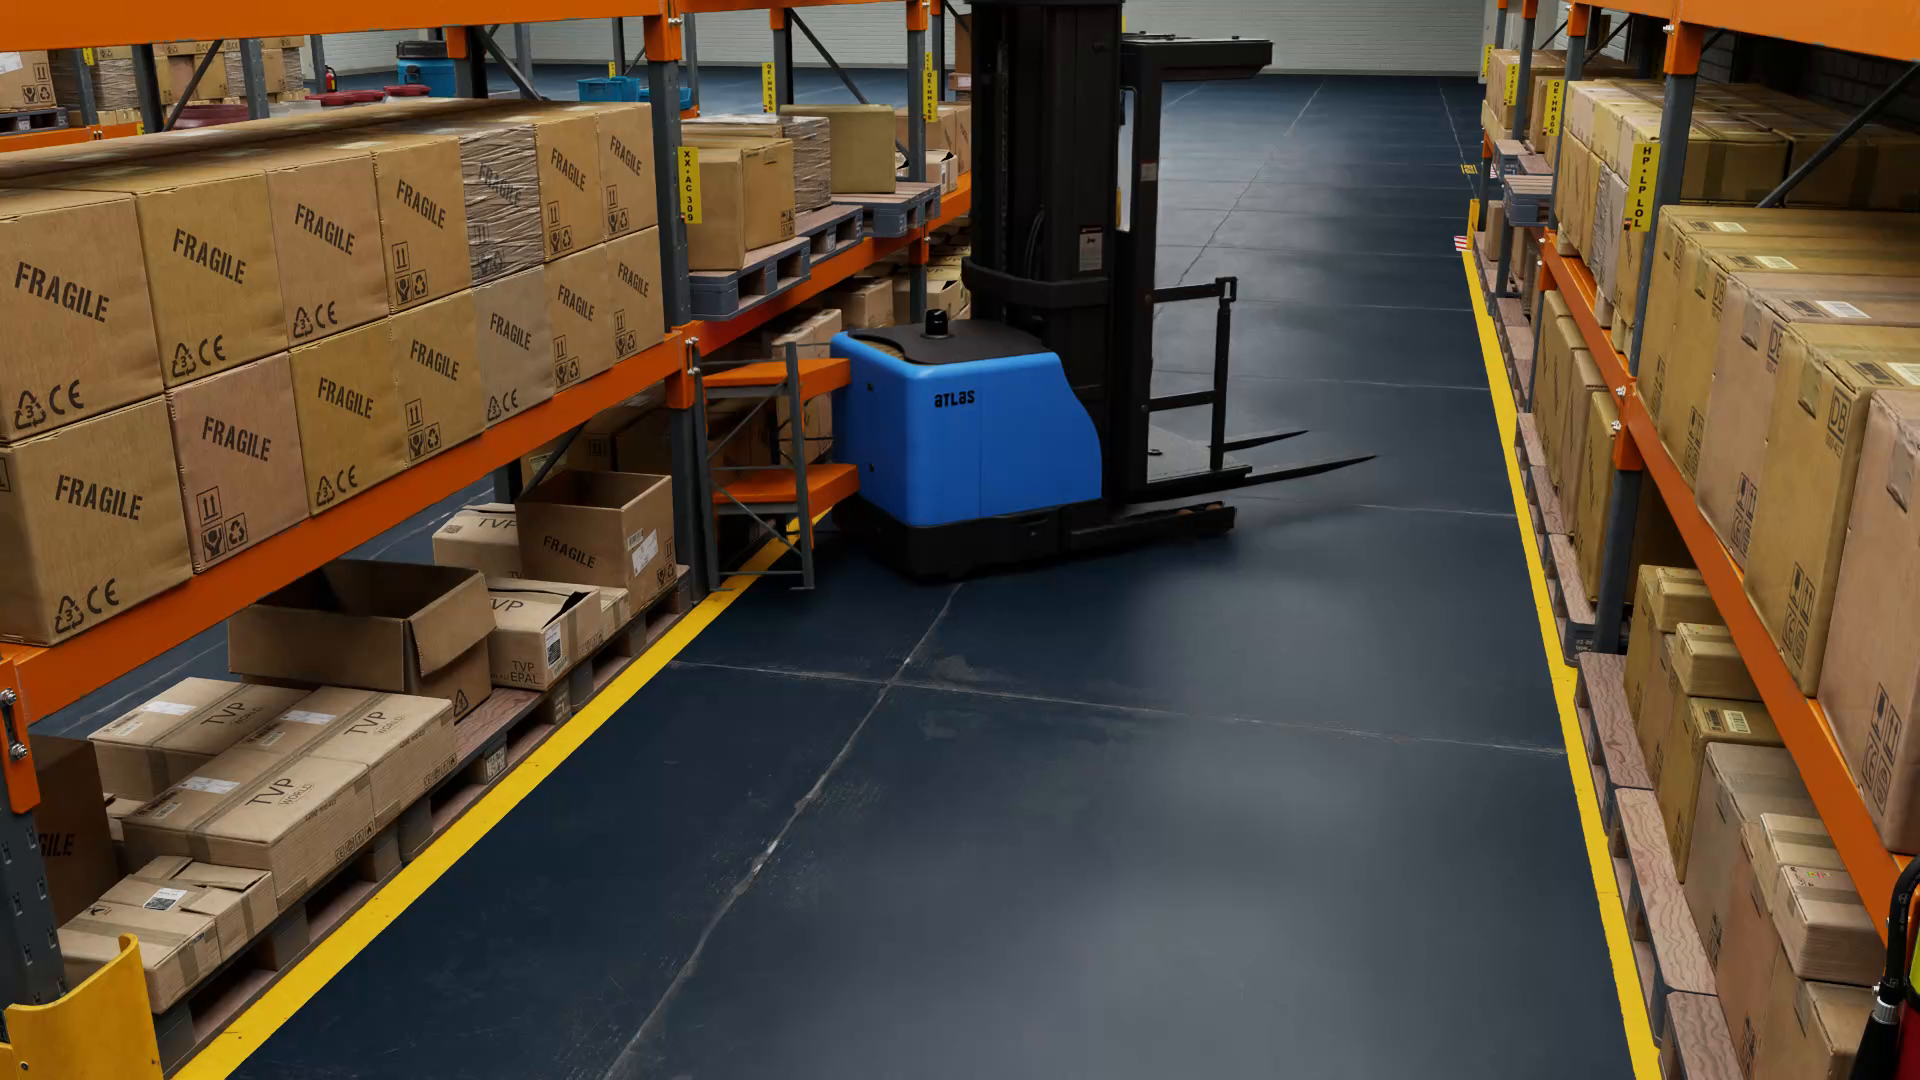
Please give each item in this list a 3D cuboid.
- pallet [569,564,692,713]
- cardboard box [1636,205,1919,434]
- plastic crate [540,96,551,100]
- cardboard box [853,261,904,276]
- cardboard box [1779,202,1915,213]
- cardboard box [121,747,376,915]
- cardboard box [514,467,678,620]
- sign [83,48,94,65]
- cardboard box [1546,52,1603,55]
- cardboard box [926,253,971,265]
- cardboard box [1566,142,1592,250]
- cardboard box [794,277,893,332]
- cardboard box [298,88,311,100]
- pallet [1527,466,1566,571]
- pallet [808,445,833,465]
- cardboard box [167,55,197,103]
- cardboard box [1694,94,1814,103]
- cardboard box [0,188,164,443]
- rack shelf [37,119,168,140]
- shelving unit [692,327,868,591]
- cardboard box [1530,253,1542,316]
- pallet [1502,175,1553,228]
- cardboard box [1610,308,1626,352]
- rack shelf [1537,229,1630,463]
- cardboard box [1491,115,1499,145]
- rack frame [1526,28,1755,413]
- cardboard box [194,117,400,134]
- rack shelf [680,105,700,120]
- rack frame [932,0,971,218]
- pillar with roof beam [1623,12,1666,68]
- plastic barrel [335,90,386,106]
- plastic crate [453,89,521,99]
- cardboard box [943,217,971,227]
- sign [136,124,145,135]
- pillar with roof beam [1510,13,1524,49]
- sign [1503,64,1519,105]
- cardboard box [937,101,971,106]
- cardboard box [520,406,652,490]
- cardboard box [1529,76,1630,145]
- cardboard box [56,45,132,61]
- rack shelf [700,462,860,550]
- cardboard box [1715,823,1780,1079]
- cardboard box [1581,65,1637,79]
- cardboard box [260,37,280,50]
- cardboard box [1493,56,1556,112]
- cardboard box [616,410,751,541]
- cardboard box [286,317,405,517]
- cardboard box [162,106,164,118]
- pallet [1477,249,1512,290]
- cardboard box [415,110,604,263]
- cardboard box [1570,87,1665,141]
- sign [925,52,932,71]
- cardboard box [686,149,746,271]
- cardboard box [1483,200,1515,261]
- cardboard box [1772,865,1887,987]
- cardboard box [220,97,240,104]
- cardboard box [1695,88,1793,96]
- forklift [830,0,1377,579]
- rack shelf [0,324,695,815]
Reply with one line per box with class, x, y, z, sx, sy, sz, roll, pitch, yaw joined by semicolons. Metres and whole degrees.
pallet;-1.872;0.367;7.286;1.003;0.211;1.213;5;19;13
cardboard box;2.953;-0.751;5.781;0.980;0.700;0.700;5;19;14
plastic crate;-4.299;-4.192;16.416;0.767;0.338;0.504;5;19;13
cardboard box;-0.716;-1.931;12.437;0.500;0.311;0.500;4;19;13
cardboard box;3.458;-1.099;6.619;0.500;0.500;0.500;4;19;12
cardboard box;-2.150;0.875;5.060;0.500;0.250;0.500;5;19;13
cardboard box;-1.567;0.008;7.209;0.500;0.500;0.500;5;19;13
sign;-8.814;-4.964;16.788;0.100;0.325;0.005;5;19;13
cardboard box;5.992;-4.510;16.293;0.500;0.500;0.500;5;19;14
cardboard box;-0.066;-2.050;12.786;0.500;0.311;0.500;4;19;12
cardboard box;3.453;-1.778;8.606;0.500;0.500;0.500;5;19;13
cardboard box;-0.736;-1.472;10.382;0.500;0.250;0.500;5;20;15
cardboard box;-8.246;-5.488;20.502;0.380;0.149;0.250;5;19;13
pallet;3.513;-0.089;8.622;1.003;0.211;1.213;5;19;13
pallet;-1.245;-0.489;9.794;1.003;0.211;1.213;5;19;13
cardboard box;-9.003;-5.101;18.367;0.875;0.500;0.500;5;19;13
cardboard box;3.961;-2.098;8.384;0.500;0.250;0.500;4;19;12
cardboard box;-2.316;-0.552;3.963;0.500;0.500;0.500;5;20;15
rack shelf;-8.865;-4.745;19.052;1.077;0.370;4.000;5;19;13
shelving unit;-0.839;-0.420;8.034;0.538;1.125;1.048;-1;11;12
cardboard box;4.815;-1.912;12.832;0.700;0.500;0.500;4;19;12
pallet;4.150;-2.172;10.703;1.213;0.211;1.003;5;19;13
cardboard box;2.948;-0.877;6.973;0.380;0.149;0.250;5;19;14
rack shelf;3.590;-1.064;8.275;1.077;0.370;4.000;5;19;13
cardboard box;5.116;-3.710;15.110;0.500;0.250;0.500;5;19;13
rack frame;4.079;-2.031;9.994;1.000;3.000;0.127;5;19;13
cardboard box;-2.343;-1.240;5.975;0.500;0.500;0.500;4;19;12
rack shelf;-4.062;-4.354;17.906;1.077;0.370;4.000;5;19;13
rack frame;0.252;-3.675;14.806;1.000;3.000;0.127;5;19;13
pillar with roof beam;2.527;-7.430;16.518;9.100;9.000;0.400;5;19;13
plastic barrel;-5.176;-3.619;14.432;0.433;0.535;0.433;0;19;0
plastic crate;-4.372;-3.922;15.429;0.402;0.464;0.583;5;19;13
cardboard box;-0.091;-2.728;14.770;0.500;0.311;0.500;5;19;14
sign;-6.063;-2.932;12.379;0.100;0.325;0.005;5;19;13
pillar with roof beam;6.925;-13.072;33.036;9.100;9.000;0.400;5;19;13
sign;4.528;-3.735;13.643;0.100;0.325;0.005;5;19;13
cardboard box;-0.080;-3.318;13.606;0.500;0.500;0.500;6;20;17
cardboard box;-1.860;-0.370;8.317;0.500;0.500;0.500;5;19;13
cardboard box;4.899;-3.384;13.118;0.700;0.500;0.500;5;19;14
cardboard box;-8.997;-5.241;17.228;0.500;0.500;0.500;5;19;13
rack shelf;-0.824;-0.180;8.078;0.538;0.278;1.000;-1;11;12
cardboard box;2.321;1.076;4.113;0.700;0.500;0.500;5;19;13
cardboard box;5.374;-3.709;13.947;0.500;0.500;0.500;4;19;12
cardboard box;-8.387;-6.024;19.523;0.500;0.500;0.500;5;19;13
cardboard box;5.248;-4.228;15.466;0.500;0.500;0.500;5;20;15
cardboard box;-1.348;-0.325;8.185;0.500;0.500;0.500;4;19;11
cardboard box;-2.070;-0.399;5.059;0.500;0.500;0.500;5;19;13
cardboard box;-8.849;-4.620;17.962;0.380;0.149;0.250;5;19;13
pallet;5.482;-2.562;15.862;1.003;0.211;1.213;5;19;13
cardboard box;-1.698;-1.348;6.293;0.500;0.500;0.500;4;19;12
cardboard box;3.587;-2.293;8.954;0.500;0.250;0.500;4;19;13
sign;-0.287;-4.165;14.780;0.100;0.325;0.005;5;19;13
cardboard box;-1.370;-1.544;7.764;0.700;0.500;0.500;-2;19;-5
cardboard box;5.410;-2.949;15.869;0.700;0.500;0.500;3;19;10
cardboard box;2.053;0.872;3.709;0.380;0.149;0.250;4;19;13
cardboard box;-8.510;-5.009;19.101;0.380;0.149;0.250;5;19;13
cardboard box;4.090;-2.259;8.854;0.500;0.250;0.500;4;19;12
forklift;0.868;-1.519;8.600;3.031;2.935;1.130;-10;21;-26
rack shelf;-2.192;-0.200;5.746;1.077;0.370;4.000;5;19;13
